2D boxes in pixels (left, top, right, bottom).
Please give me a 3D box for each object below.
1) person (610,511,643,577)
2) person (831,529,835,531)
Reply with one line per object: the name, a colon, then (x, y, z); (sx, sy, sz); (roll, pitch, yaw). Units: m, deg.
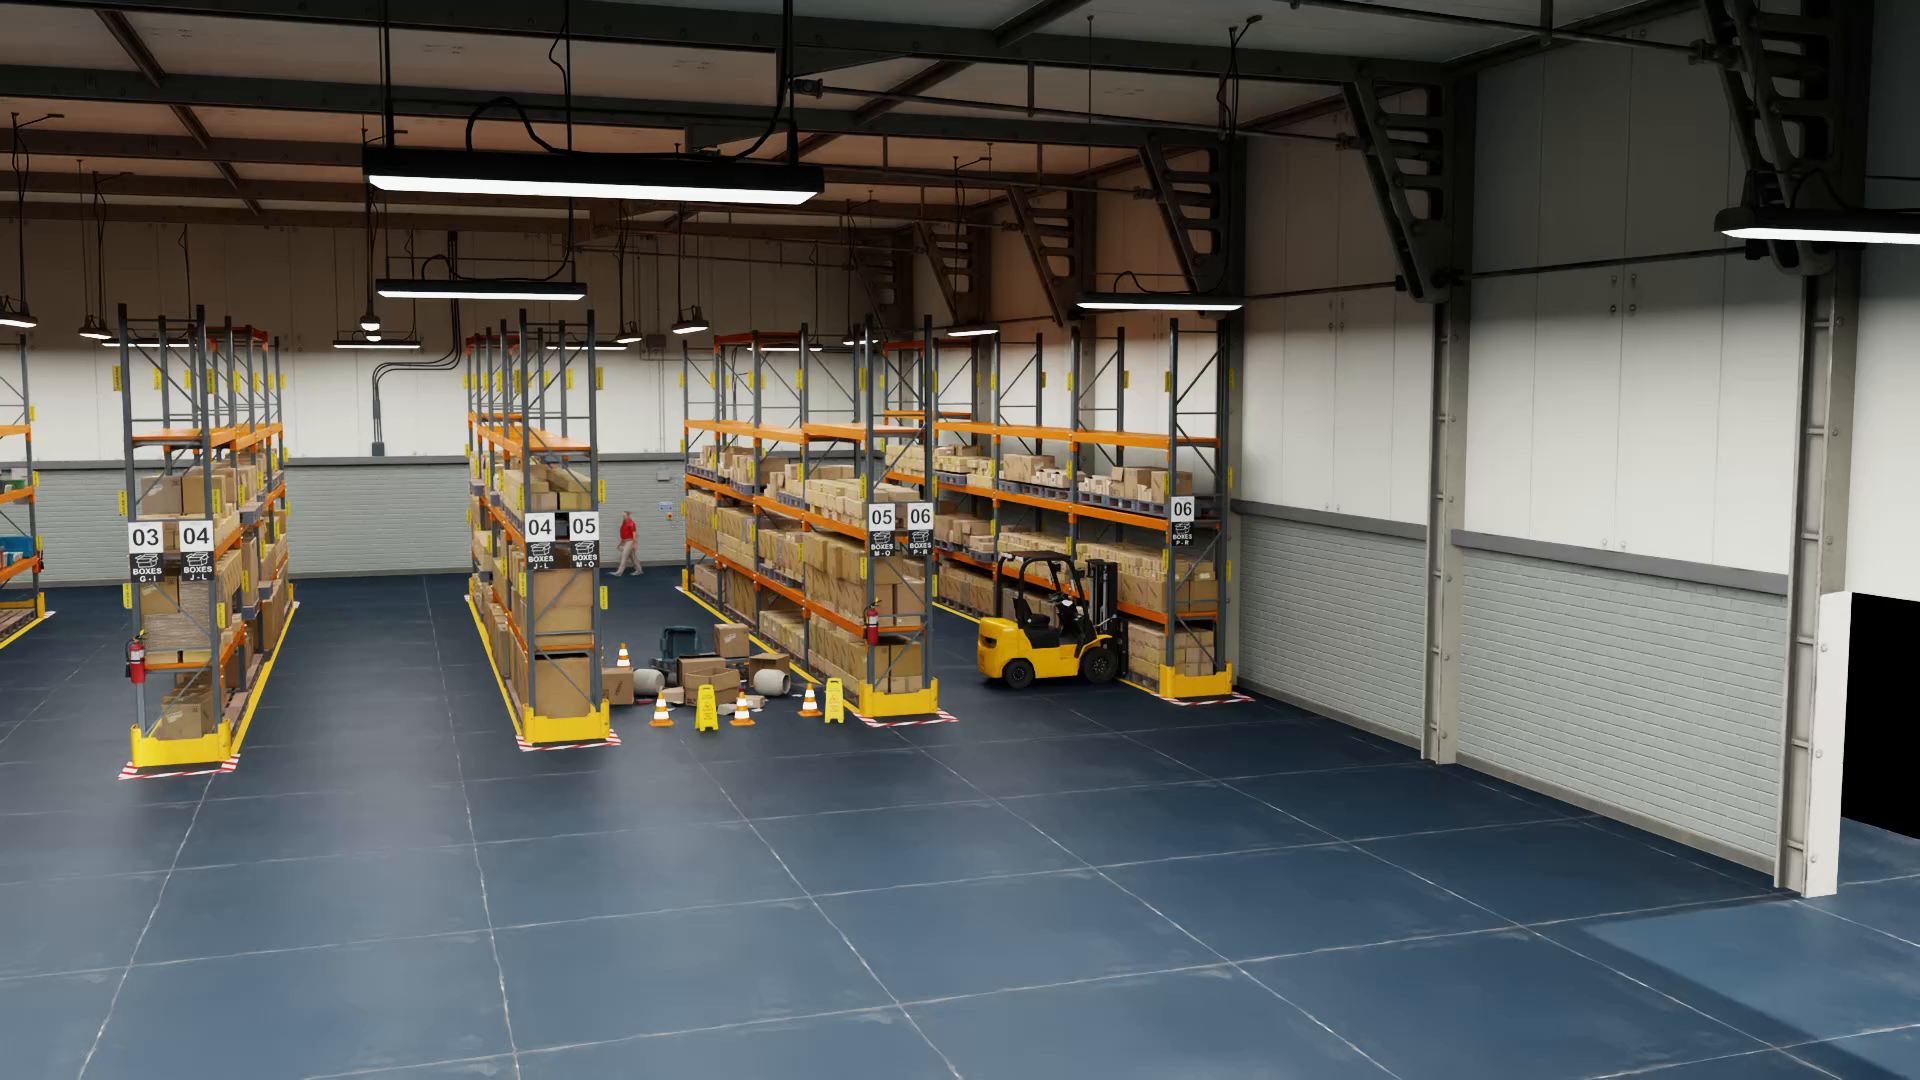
person: (-8.607, 0.093, 42.801); (0.928, 1.692, 0.552); (-3, 6, -33)
person: (-3.006, 0.384, 39.930); (0.712, 1.735, 0.586); (0, 5, 4)
